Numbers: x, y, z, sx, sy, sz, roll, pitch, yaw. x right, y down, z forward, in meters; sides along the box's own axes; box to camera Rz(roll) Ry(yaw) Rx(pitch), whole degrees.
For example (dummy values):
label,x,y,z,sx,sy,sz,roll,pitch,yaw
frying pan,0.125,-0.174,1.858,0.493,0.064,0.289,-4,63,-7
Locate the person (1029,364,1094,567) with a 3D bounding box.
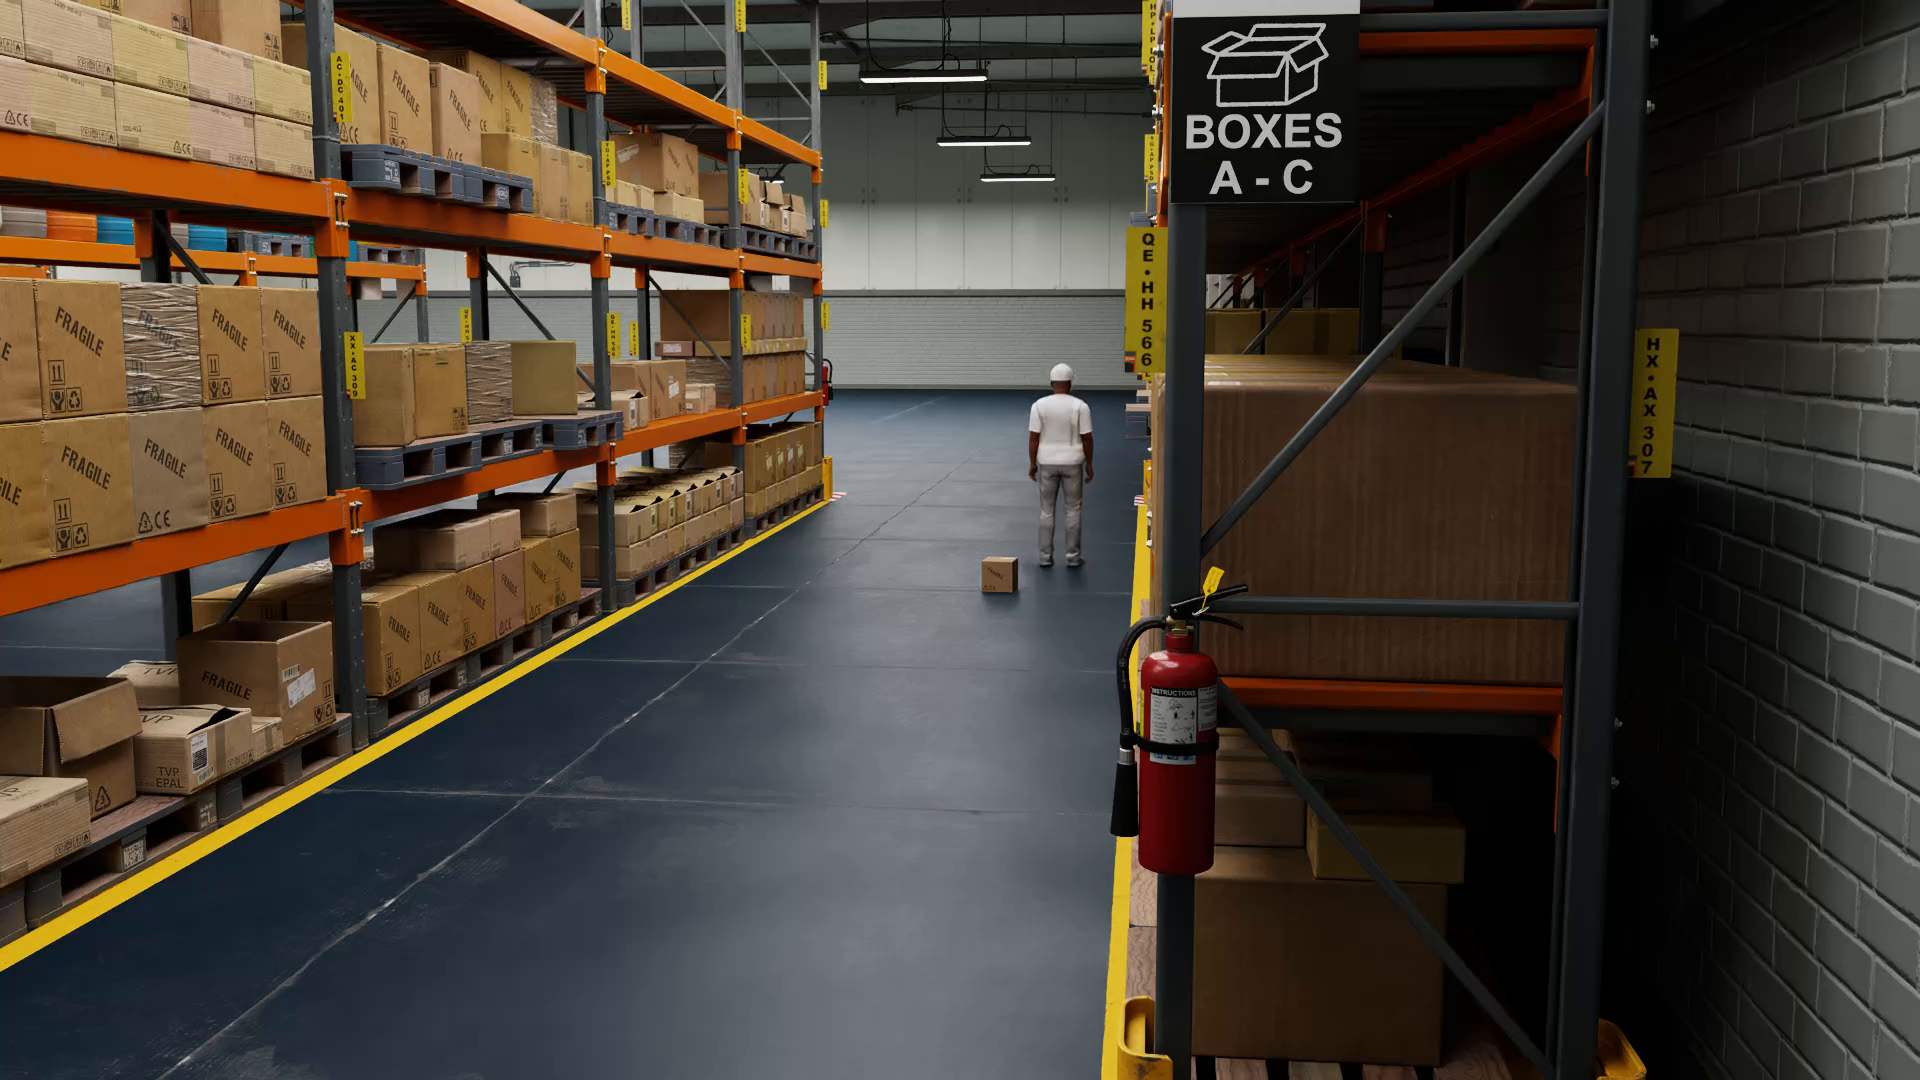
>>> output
label,x,y,z,sx,sy,sz,roll,pitch,yaw
person,0.891,-0.657,14.588,0.571,1.770,0.389,1,8,10
